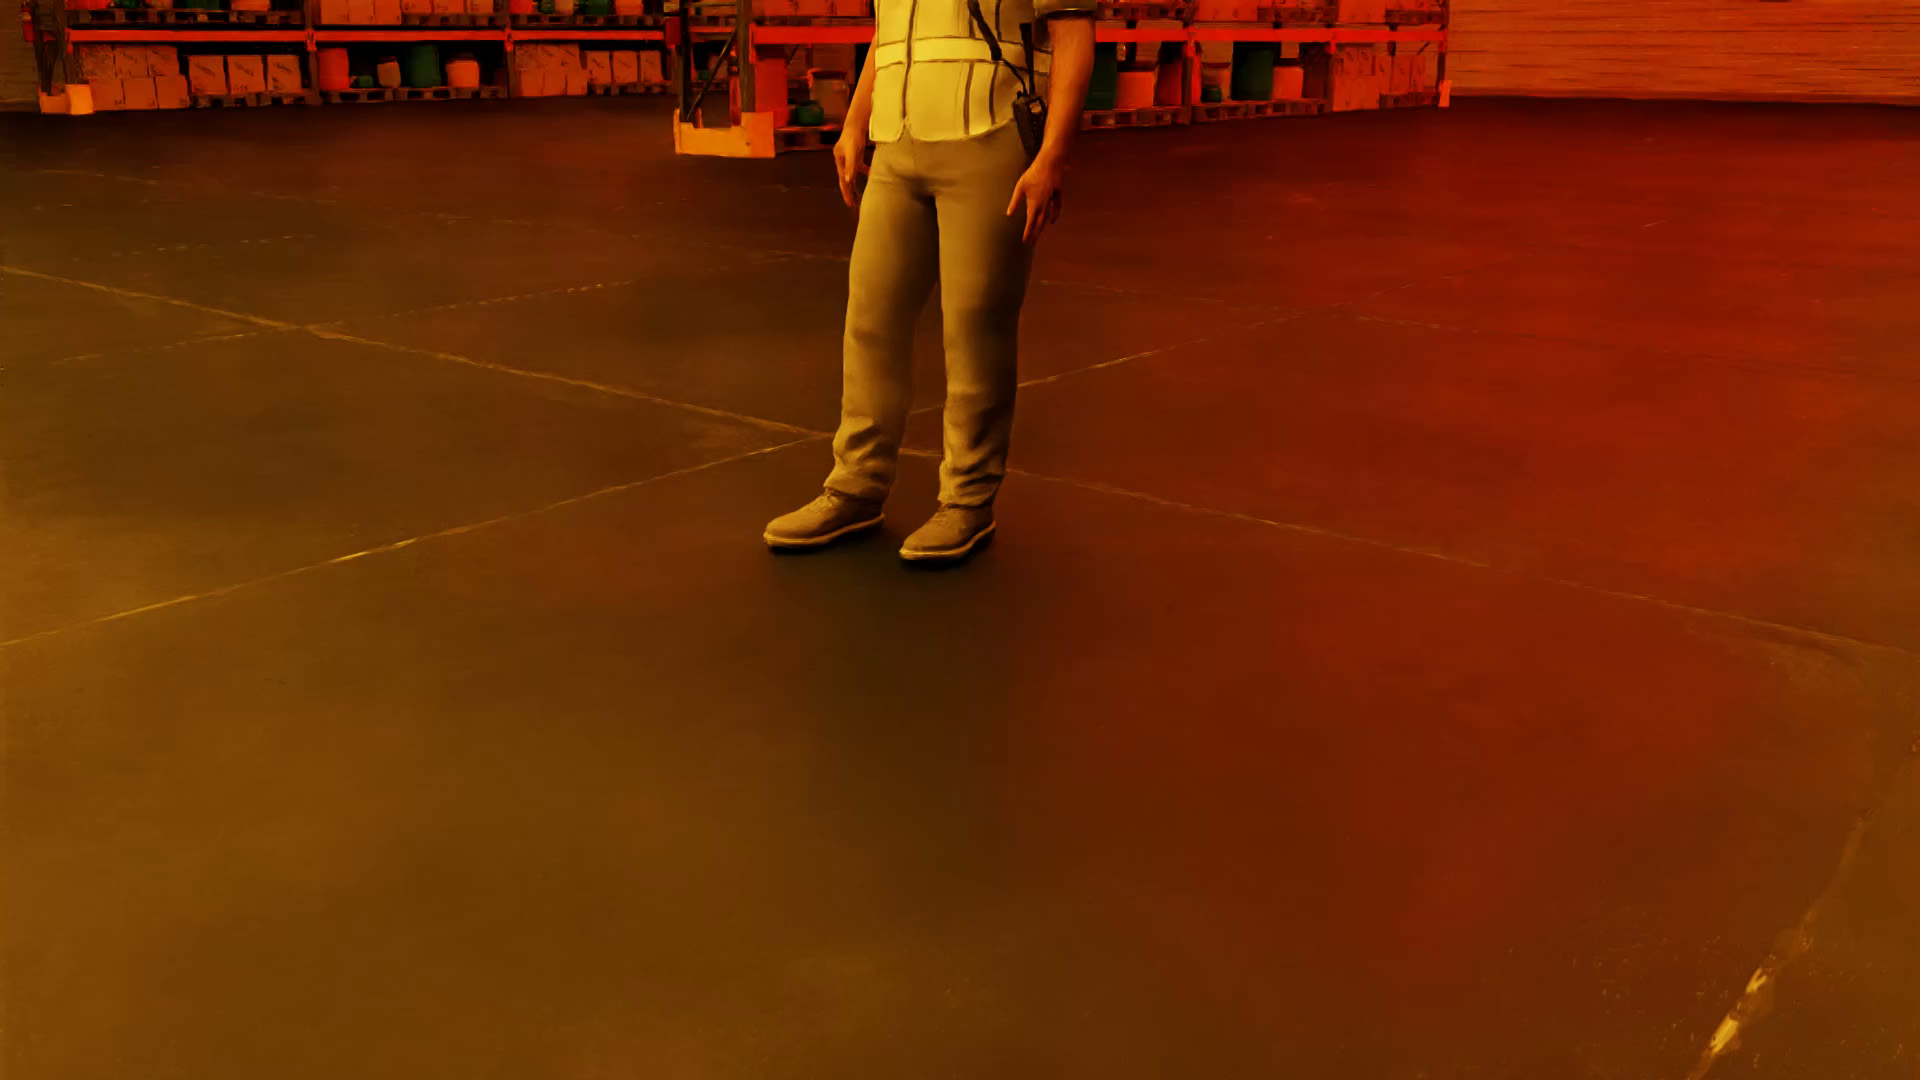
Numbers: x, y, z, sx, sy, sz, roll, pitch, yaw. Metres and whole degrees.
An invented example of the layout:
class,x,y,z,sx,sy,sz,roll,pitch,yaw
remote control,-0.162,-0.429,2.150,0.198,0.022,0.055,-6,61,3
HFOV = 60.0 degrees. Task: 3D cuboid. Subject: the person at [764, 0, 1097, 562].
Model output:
class,x,y,z,sx,sy,sz,roll,pitch,yaw
person,-0.059,-0.844,3.631,0.640,1.778,0.574,13,21,37
